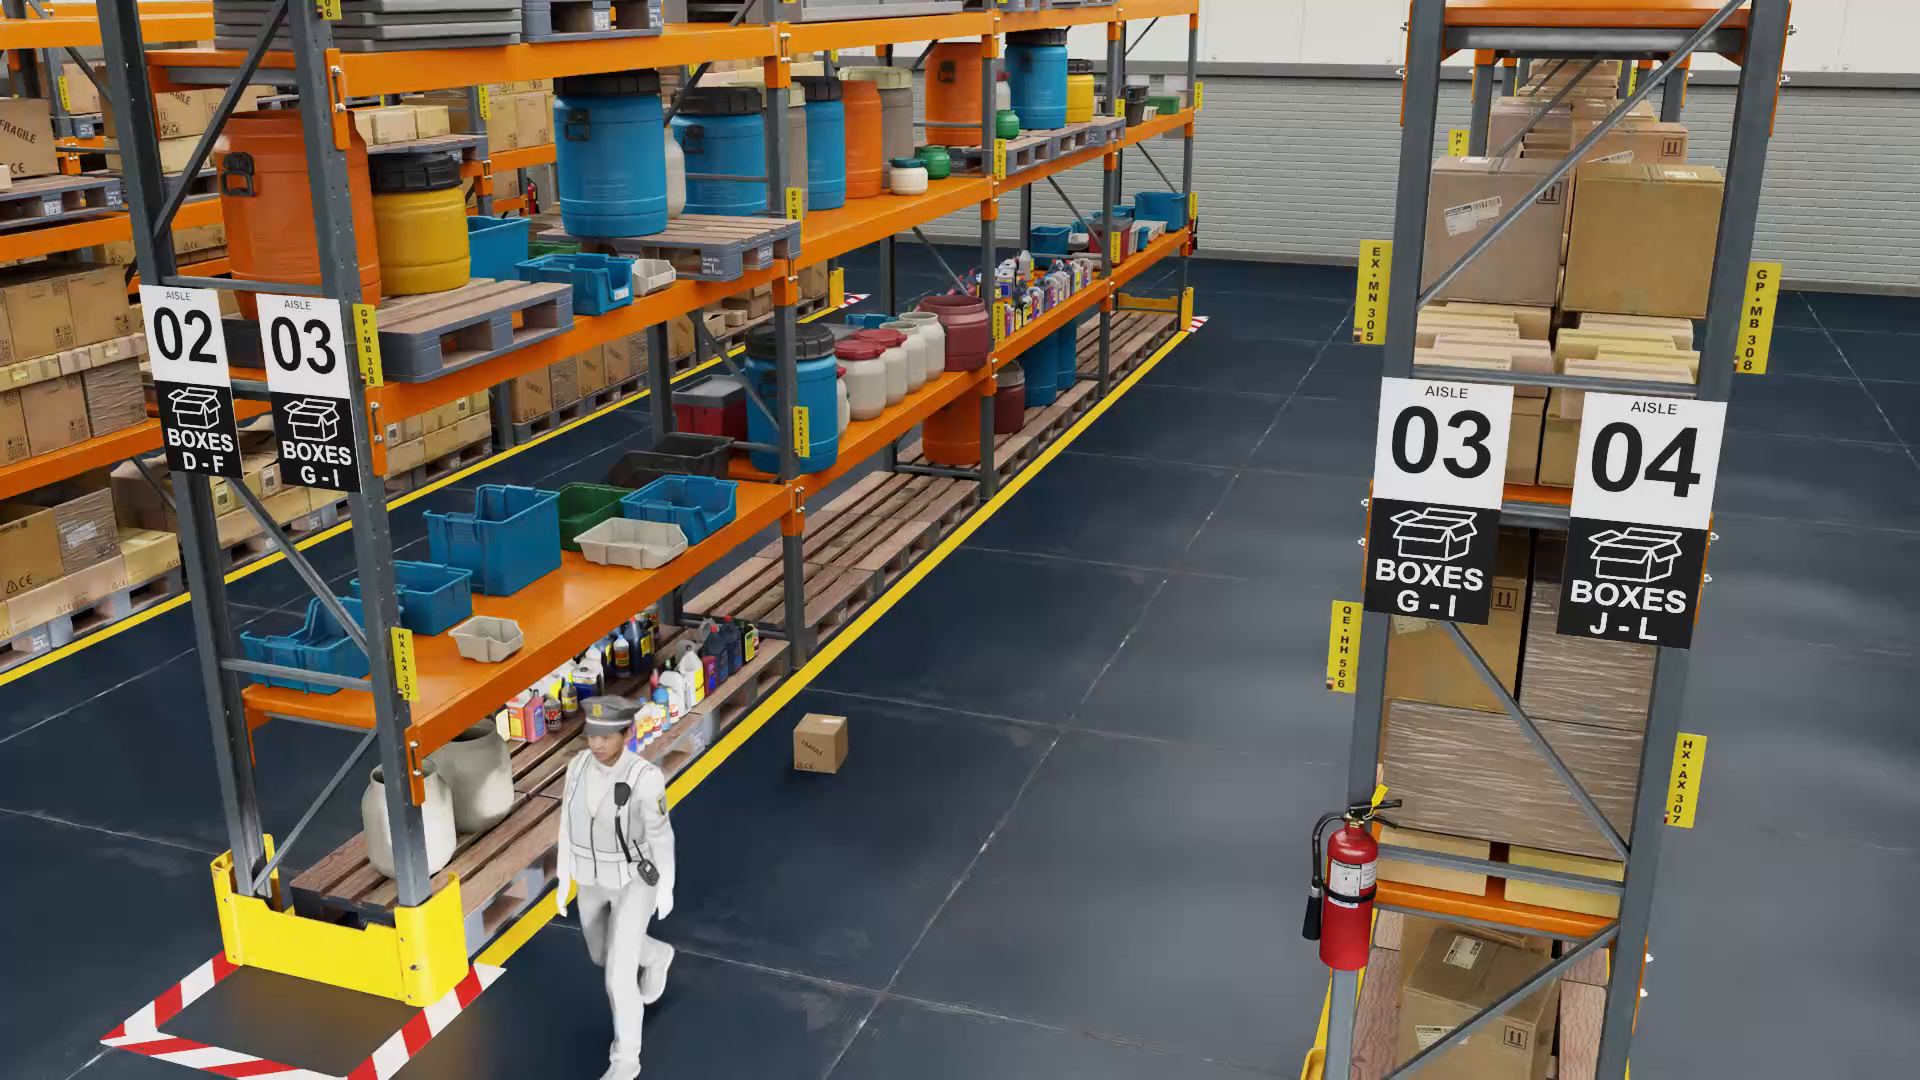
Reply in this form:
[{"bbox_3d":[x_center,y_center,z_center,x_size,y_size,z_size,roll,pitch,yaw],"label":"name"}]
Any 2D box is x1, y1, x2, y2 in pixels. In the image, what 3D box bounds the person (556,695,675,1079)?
[{"bbox_3d":[-1.418,1.388,6.926,0.496,1.649,0.841,8,20,22],"label":"person"}]
